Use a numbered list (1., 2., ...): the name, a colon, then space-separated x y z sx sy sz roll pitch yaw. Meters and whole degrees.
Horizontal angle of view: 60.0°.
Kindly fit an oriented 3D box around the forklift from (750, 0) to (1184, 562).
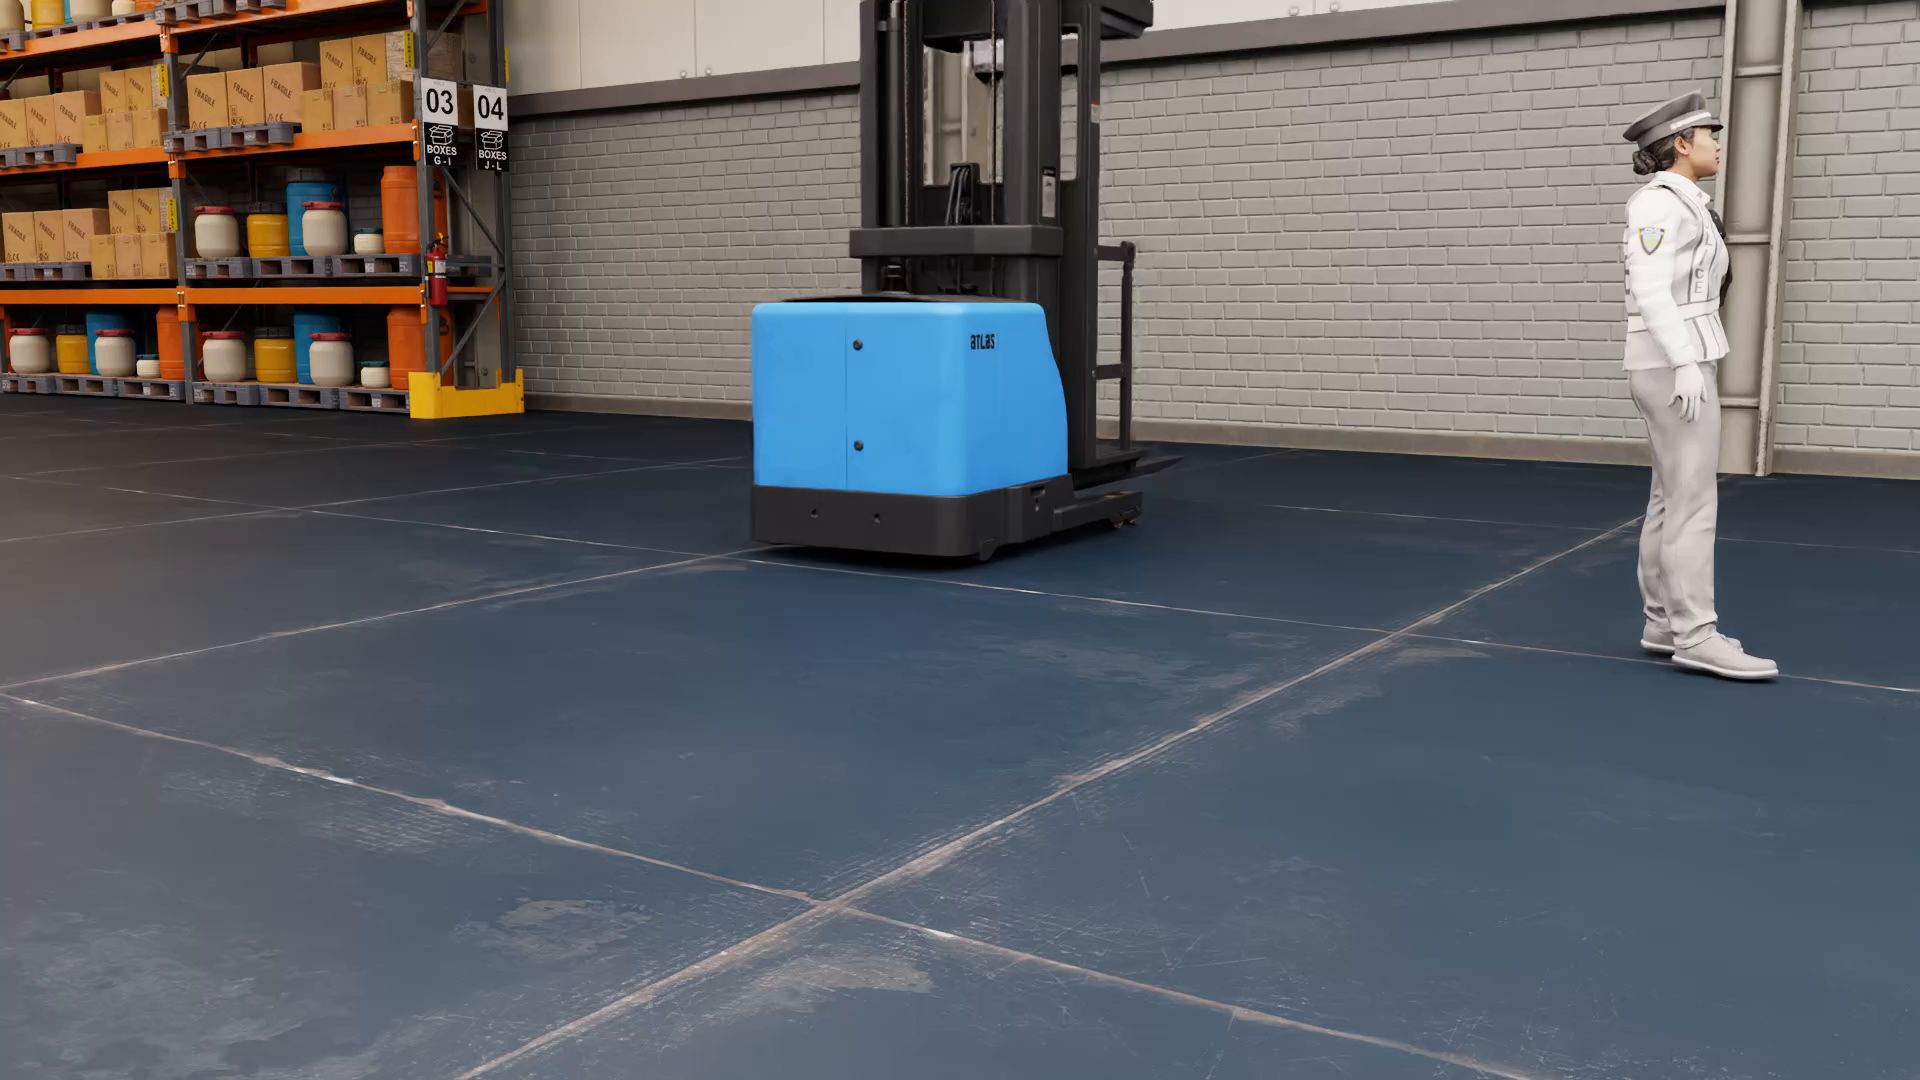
1. forklift: 0.245 -1.531 7.959 1.130 2.935 3.031 4 9 28

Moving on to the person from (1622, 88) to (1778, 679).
1. person: 2.212 -0.486 4.954 0.531 1.694 0.587 4 9 28
